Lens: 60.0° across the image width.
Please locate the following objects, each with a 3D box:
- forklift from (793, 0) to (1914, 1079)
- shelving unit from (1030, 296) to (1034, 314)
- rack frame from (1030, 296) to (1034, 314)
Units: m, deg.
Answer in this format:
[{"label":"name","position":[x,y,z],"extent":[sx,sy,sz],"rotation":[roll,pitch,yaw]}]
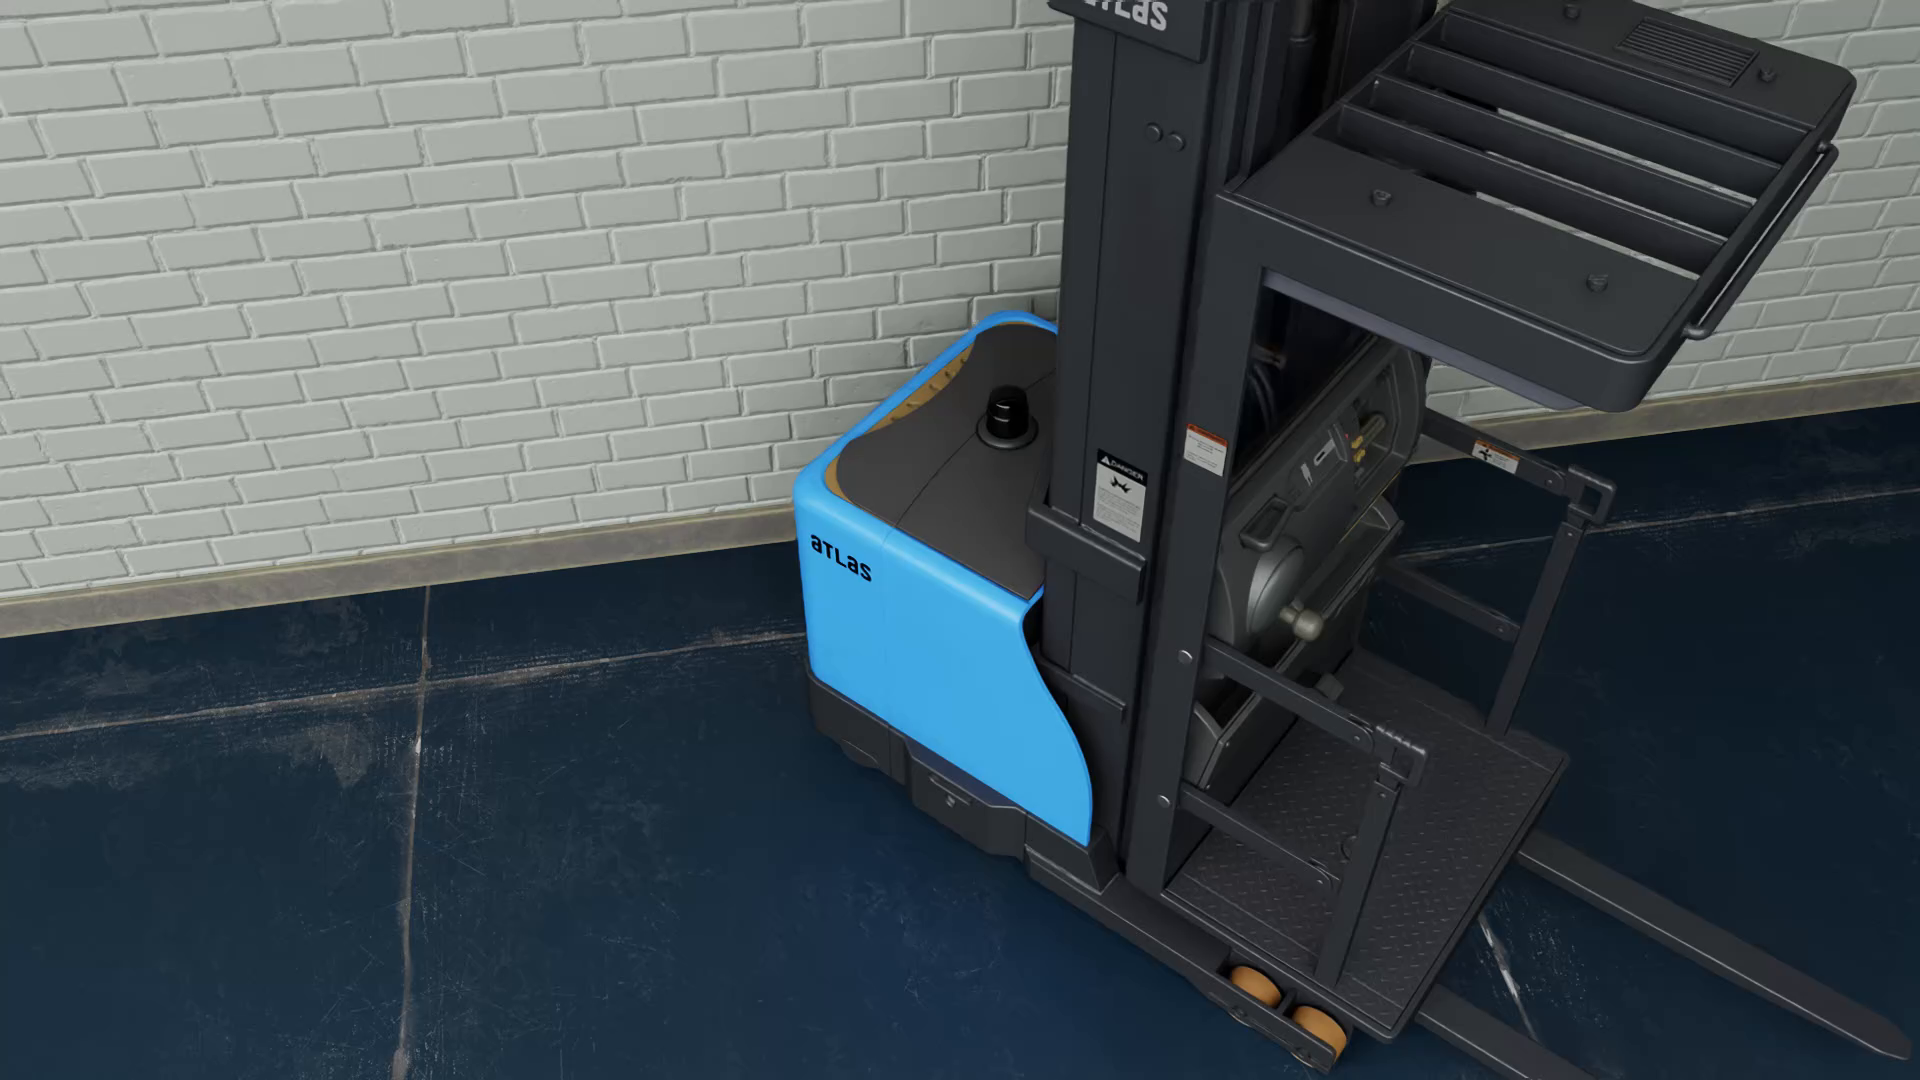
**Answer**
[{"label":"forklift","position":[1.014,-0.060,3.773],"extent":[3.031,2.935,1.130],"rotation":[29,53,25]},{"label":"shelving unit","position":[0.353,-0.374,5.414],"extent":[0.210,0.900,0.258],"rotation":[-9,46,-7]},{"label":"rack frame","position":[0.254,-0.359,5.402],"extent":[0.006,0.900,0.240],"rotation":[-9,46,-7]}]
